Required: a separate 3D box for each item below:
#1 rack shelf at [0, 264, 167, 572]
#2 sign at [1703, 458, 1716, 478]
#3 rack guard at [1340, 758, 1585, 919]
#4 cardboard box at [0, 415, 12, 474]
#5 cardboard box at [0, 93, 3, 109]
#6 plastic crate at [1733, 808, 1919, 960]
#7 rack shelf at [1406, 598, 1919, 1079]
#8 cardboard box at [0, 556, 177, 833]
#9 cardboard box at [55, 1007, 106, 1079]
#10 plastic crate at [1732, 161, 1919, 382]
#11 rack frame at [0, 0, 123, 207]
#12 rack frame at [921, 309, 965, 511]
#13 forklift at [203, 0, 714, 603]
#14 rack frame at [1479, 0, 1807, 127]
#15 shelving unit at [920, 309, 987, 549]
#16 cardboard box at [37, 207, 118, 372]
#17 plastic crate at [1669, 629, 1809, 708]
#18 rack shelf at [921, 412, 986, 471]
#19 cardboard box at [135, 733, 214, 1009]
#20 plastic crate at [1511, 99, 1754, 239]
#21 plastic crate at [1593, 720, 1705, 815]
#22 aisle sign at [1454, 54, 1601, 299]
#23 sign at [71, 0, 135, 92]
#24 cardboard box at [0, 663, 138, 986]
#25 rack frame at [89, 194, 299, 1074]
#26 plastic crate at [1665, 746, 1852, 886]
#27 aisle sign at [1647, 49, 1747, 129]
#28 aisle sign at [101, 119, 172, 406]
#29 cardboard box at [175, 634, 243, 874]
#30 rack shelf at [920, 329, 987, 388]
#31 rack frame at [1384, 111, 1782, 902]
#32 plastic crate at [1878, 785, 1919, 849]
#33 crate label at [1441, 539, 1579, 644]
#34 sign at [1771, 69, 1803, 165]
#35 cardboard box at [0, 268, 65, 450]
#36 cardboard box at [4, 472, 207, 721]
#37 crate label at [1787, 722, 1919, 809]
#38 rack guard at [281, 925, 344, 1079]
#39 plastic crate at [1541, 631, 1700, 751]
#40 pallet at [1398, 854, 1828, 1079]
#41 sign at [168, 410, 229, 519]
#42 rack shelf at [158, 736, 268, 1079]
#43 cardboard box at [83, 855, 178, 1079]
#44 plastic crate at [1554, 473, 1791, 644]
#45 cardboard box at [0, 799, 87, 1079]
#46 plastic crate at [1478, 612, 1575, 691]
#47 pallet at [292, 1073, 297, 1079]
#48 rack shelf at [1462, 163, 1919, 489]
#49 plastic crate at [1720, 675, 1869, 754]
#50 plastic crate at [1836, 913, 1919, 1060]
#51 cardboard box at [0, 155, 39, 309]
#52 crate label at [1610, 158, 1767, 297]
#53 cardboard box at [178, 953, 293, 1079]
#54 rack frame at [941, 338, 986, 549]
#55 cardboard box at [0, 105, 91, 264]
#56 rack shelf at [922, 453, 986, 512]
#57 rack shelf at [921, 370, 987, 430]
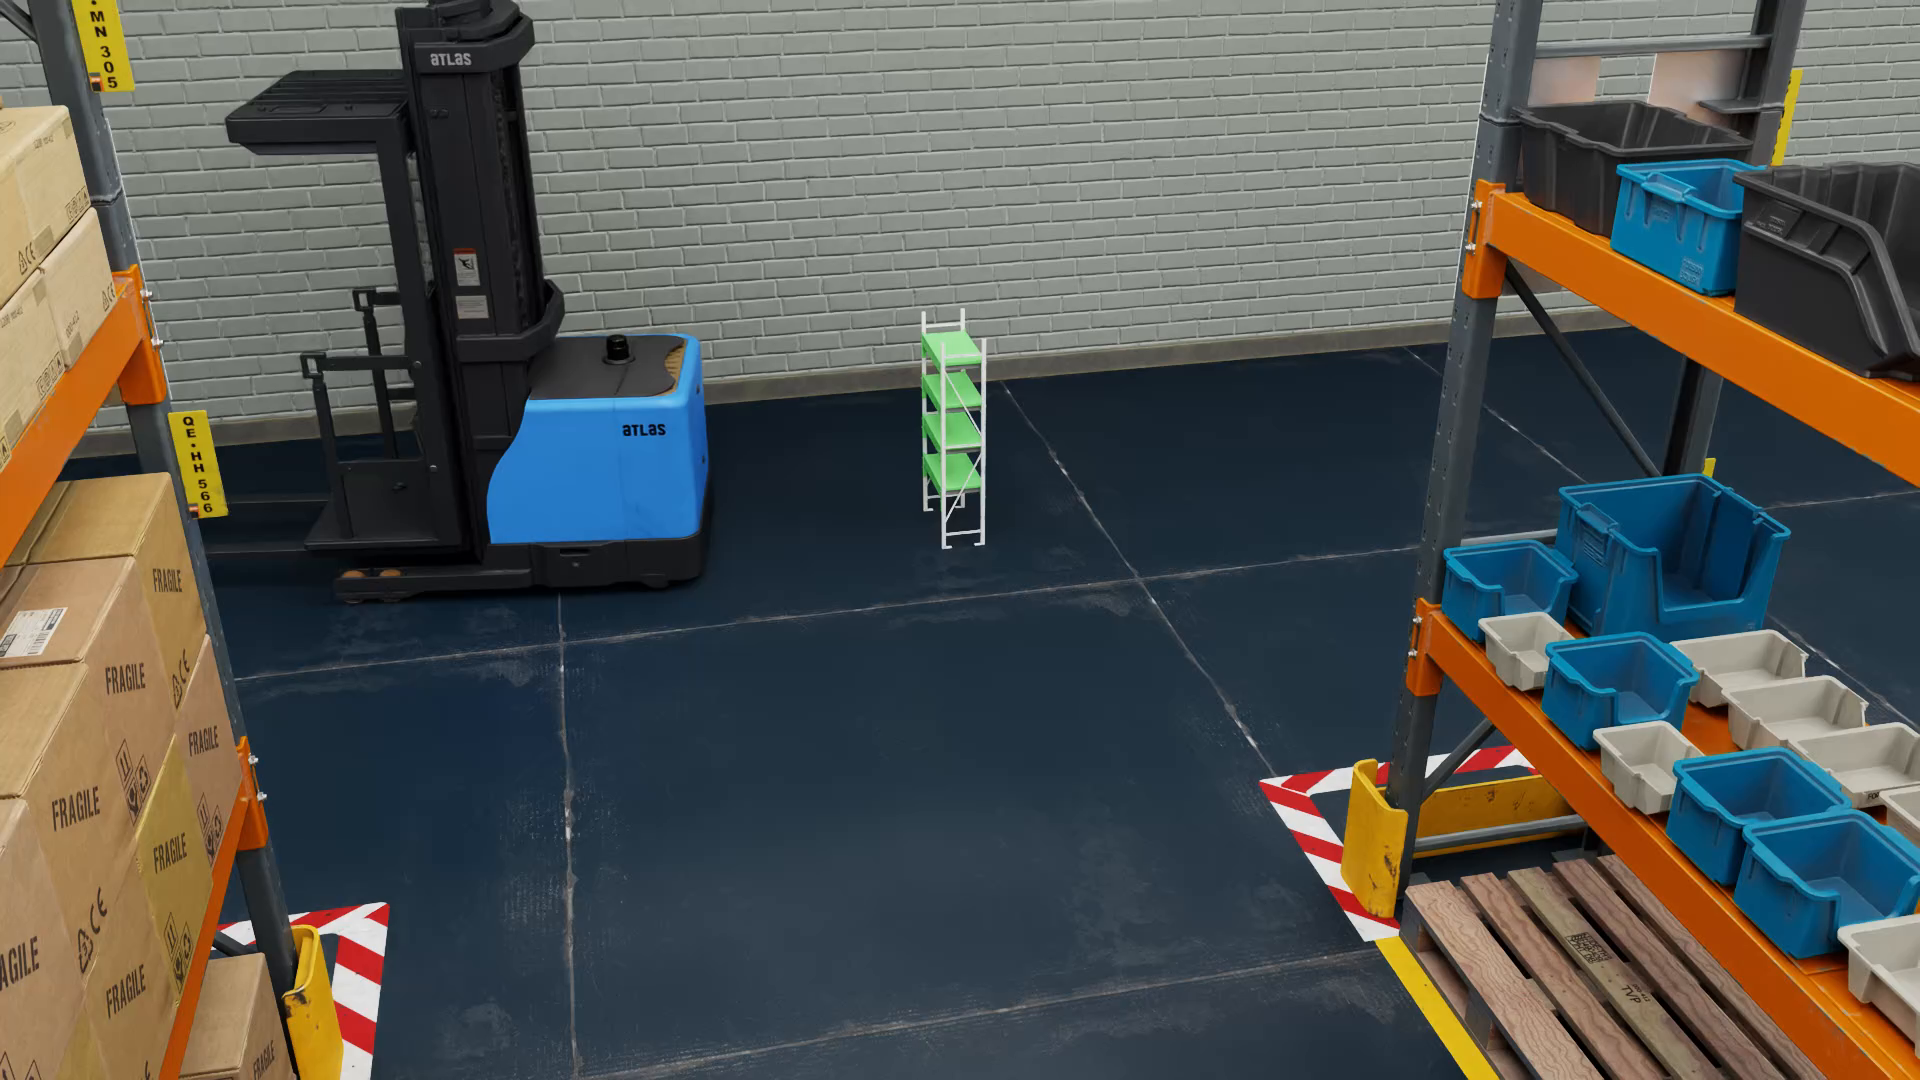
[{"bbox_3d":[-2.248,0.354,2.689,1.077,0.370,4.000,-6,27,-12],"label":"rack shelf"},{"bbox_3d":[2.660,-0.143,6.023,0.100,0.325,0.005,-6,27,-12],"label":"sign"},{"bbox_3d":[2.110,1.100,6.517,1.175,0.500,0.348,-6,27,-12],"label":"rack guard"},{"bbox_3d":[-2.099,-0.140,3.037,0.500,0.250,0.500,-6,27,-12],"label":"cardboard box"},{"bbox_3d":[-2.567,-1.112,3.575,0.700,0.500,0.500,-6,27,-12],"label":"cardboard box"},{"bbox_3d":[2.227,0.892,4.272,0.416,0.233,0.300,-6,27,-12],"label":"plastic crate"},{"bbox_3d":[2.578,1.192,4.358,1.077,0.370,4.000,-6,27,-12],"label":"rack shelf"},{"bbox_3d":[-2.216,0.392,3.923,0.500,0.500,0.500,-5,27,-10],"label":"cardboard box"},{"bbox_3d":[-1.992,1.287,3.261,0.500,0.500,0.500,-6,27,-12],"label":"cardboard box"},{"bbox_3d":[2.204,-0.620,3.889,0.504,0.338,0.767,-6,27,-12],"label":"plastic crate"},{"bbox_3d":[-2.699,-2.184,3.590,1.000,3.000,0.127,-6,27,-12],"label":"rack frame"},{"bbox_3d":[-0.092,-0.715,9.336,0.240,1.200,0.015,-6,27,-12],"label":"rack frame"},{"bbox_3d":[-2.892,-1.228,8.429,3.031,2.935,1.130,-2,27,-4],"label":"forklift"},{"bbox_3d":[2.128,-2.685,4.583,1.000,3.000,0.127,-6,27,-12],"label":"rack frame"},{"bbox_3d":[-0.037,-0.608,9.124,0.258,1.200,0.503,-6,27,-12],"label":"shelving unit"},{"bbox_3d":[-2.326,-0.579,3.906,0.500,0.250,0.500,-6,27,-12],"label":"cardboard box"},{"bbox_3d":[2.488,0.423,5.308,0.396,0.136,0.243,-6,27,-12],"label":"plastic crate"},{"bbox_3d":[-0.037,-0.551,9.152,0.258,0.148,0.480,-6,27,-12],"label":"rack shelf"},{"bbox_3d":[-2.213,0.846,4.134,0.500,0.500,0.500,-6,27,-11],"label":"cardboard box"},{"bbox_3d":[1.943,-1.091,4.898,0.497,0.269,0.590,-6,27,-12],"label":"plastic crate"},{"bbox_3d":[2.007,0.673,4.815,0.250,0.136,0.298,-6,27,-12],"label":"plastic crate"},{"bbox_3d":[1.822,-1.169,5.352,0.394,0.787,0.004,-6,27,-12],"label":"aisle sign"},{"bbox_3d":[-2.154,-1.288,4.161,0.100,0.325,0.005,-6,27,-12],"label":"sign"},{"bbox_3d":[-2.095,0.619,3.473,0.500,0.500,0.500,-5,27,-10],"label":"cardboard box"},{"bbox_3d":[-2.699,0.494,4.942,1.000,3.000,0.127,-6,27,-12],"label":"rack frame"},{"bbox_3d":[2.159,0.761,4.533,0.416,0.233,0.300,-6,27,-12],"label":"plastic crate"},{"bbox_3d":[2.397,-1.229,5.471,0.394,0.787,0.004,-6,27,-12],"label":"aisle sign"},{"bbox_3d":[-2.416,-0.727,4.477,0.394,0.787,0.004,-6,27,-12],"label":"aisle sign"},{"bbox_3d":[-2.333,0.619,4.585,0.500,0.500,0.500,-5,27,-10],"label":"cardboard box"},{"bbox_3d":[-0.037,-0.980,8.936,0.258,0.148,0.480,-6,27,-12],"label":"rack shelf"},{"bbox_3d":[2.128,-0.007,5.935,1.000,3.000,0.127,-6,27,-12],"label":"rack frame"},{"bbox_3d":[2.710,0.800,4.562,0.298,0.136,0.250,-6,27,-12],"label":"plastic crate"},{"bbox_3d":[1.863,0.183,5.678,0.416,0.233,0.303,-6,27,-12],"label":"crate label"},{"bbox_3d":[2.660,-1.363,5.408,0.100,0.325,0.005,-6,27,-12],"label":"sign"},{"bbox_3d":[-2.224,-0.359,3.469,0.500,0.250,0.500,-6,27,-12],"label":"cardboard box"},{"bbox_3d":[-2.331,0.171,4.362,0.500,0.500,0.500,-6,27,-12],"label":"cardboard box"},{"bbox_3d":[2.626,0.672,4.816,0.396,0.136,0.243,-6,27,-12],"label":"crate label"},{"bbox_3d":[-2.682,1.643,5.439,1.175,0.500,0.348,-6,27,-12],"label":"rack guard"},{"bbox_3d":[2.011,0.472,5.106,0.416,0.233,0.300,-6,27,-12],"label":"plastic crate"},{"bbox_3d":[2.276,1.604,5.838,1.003,0.211,1.213,-6,27,-12],"label":"pallet"},{"bbox_3d":[-2.154,-0.211,4.704,0.100,0.325,0.005,-6,27,-12],"label":"sign"},{"bbox_3d":[-2.248,1.693,3.365,1.077,0.370,4.000,-6,27,-12],"label":"rack shelf"},{"bbox_3d":[-2.106,1.066,3.699,0.500,0.500,0.500,-6,27,-11],"label":"cardboard box"},{"bbox_3d":[2.385,0.078,5.660,0.616,0.435,0.499,-6,27,-12],"label":"plastic crate"},{"bbox_3d":[-1.979,0.845,3.026,0.500,0.500,0.500,-5,27,-10],"label":"cardboard box"},{"bbox_3d":[1.854,0.375,5.405,0.250,0.136,0.298,-6,27,-12],"label":"plastic crate"},{"bbox_3d":[-2.501,2.122,4.811,1.003,0.211,1.213,-6,27,-12],"label":"pallet"},{"bbox_3d":[2.578,-0.147,3.682,1.077,0.370,4.000,-6,27,-12],"label":"rack shelf"},{"bbox_3d":[2.539,0.552,5.053,0.396,0.136,0.243,-6,27,-12],"label":"plastic crate"},{"bbox_3d":[2.344,1.106,3.956,0.293,0.136,0.466,-6,27,-12],"label":"plastic crate"},{"bbox_3d":[-2.222,-0.582,3.357,0.500,0.250,0.500,-6,27,-12],"label":"cardboard box"},{"bbox_3d":[2.021,-0.842,4.425,0.408,0.251,0.502,-6,27,-12],"label":"crate label"},{"bbox_3d":[-2.337,1.627,4.983,0.500,0.500,0.500,-6,27,-12],"label":"cardboard box"},{"bbox_3d":[0.018,-0.501,8.911,0.240,1.200,0.015,-6,27,-12],"label":"rack frame"},{"bbox_3d":[-2.335,-0.801,3.792,0.500,0.250,0.500,-6,27,-12],"label":"cardboard box"},{"bbox_3d":[-0.037,-0.337,9.261,0.258,0.148,0.480,-6,27,-12],"label":"rack shelf"},{"bbox_3d":[-0.037,-0.766,9.044,0.258,0.148,0.480,-6,27,-12],"label":"rack shelf"}]
